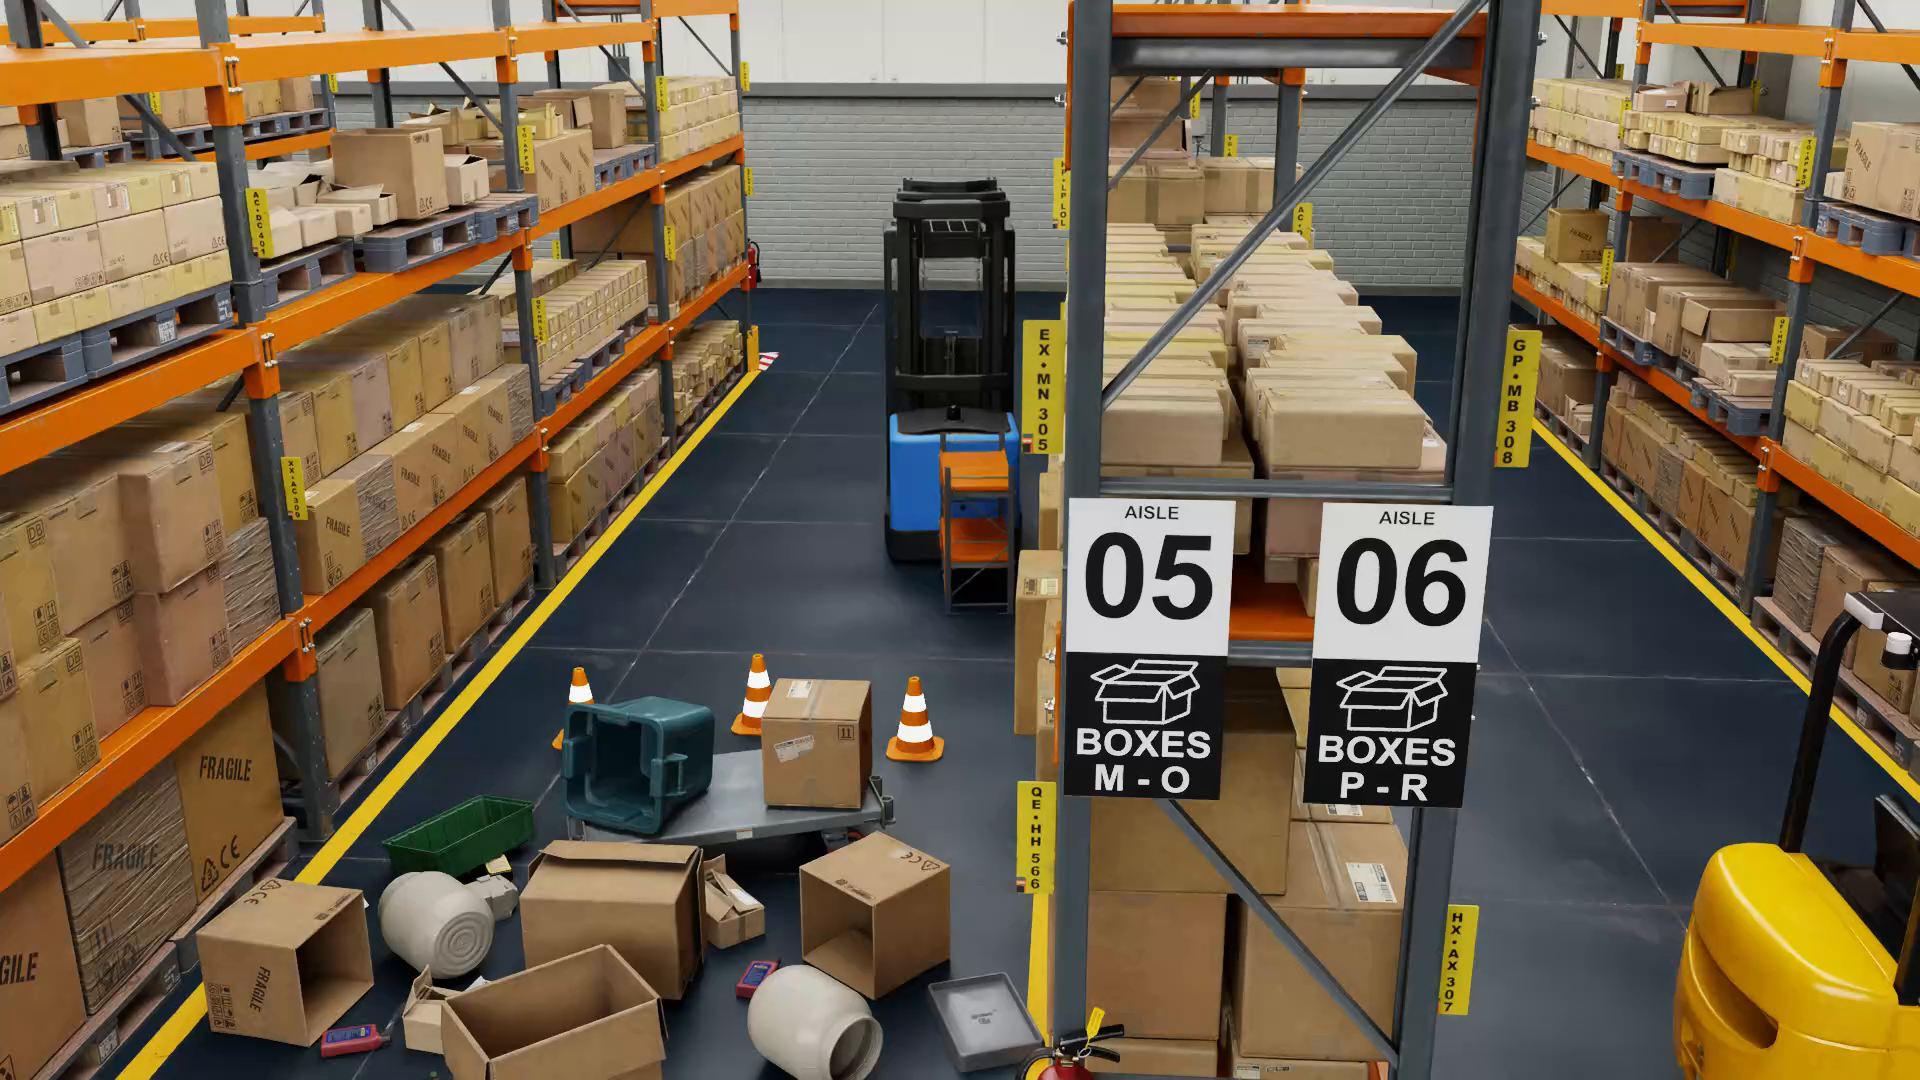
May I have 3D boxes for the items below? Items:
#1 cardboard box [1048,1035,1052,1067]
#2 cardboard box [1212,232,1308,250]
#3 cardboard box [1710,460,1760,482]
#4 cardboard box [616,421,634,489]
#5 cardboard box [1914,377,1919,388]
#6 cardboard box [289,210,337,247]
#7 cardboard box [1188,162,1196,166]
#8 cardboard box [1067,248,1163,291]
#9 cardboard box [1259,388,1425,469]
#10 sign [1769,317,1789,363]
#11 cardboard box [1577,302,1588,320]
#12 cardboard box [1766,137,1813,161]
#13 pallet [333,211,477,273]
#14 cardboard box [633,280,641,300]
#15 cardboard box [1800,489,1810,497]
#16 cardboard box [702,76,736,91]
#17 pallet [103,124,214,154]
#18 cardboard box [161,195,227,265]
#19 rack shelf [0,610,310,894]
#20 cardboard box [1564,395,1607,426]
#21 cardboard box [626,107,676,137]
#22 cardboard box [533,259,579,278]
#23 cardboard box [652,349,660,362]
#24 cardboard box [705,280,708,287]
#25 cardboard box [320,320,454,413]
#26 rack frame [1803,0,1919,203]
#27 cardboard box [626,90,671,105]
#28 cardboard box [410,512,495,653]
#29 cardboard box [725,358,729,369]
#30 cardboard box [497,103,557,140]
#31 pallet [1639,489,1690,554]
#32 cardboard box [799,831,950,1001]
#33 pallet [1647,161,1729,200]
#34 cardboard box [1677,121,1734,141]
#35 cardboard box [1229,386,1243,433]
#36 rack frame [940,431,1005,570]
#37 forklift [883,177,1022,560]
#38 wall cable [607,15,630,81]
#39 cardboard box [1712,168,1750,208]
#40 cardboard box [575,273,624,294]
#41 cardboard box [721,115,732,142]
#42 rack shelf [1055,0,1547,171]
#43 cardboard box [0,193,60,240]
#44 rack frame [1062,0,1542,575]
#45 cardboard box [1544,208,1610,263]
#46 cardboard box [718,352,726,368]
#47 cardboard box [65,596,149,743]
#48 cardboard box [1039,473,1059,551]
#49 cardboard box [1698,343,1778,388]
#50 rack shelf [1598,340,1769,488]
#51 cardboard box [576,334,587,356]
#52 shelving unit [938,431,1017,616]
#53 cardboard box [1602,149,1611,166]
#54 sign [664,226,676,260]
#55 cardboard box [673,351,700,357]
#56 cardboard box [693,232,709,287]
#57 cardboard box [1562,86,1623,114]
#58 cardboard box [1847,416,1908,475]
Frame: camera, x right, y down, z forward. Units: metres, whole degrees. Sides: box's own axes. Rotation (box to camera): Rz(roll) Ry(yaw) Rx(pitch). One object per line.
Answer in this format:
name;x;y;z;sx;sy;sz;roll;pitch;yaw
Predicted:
cardboard box;0.583;1.834;6.045;0.500;0.500;0.500;2;18;6
cardboard box;1.291;-1.241;7.199;0.380;0.149;0.250;1;18;3
cardboard box;6.111;-0.520;12.991;0.380;0.149;0.250;1;18;2
cardboard box;-3.213;-0.763;14.776;0.500;0.500;0.500;1;18;3
cardboard box;6.468;-0.962;10.839;0.380;0.149;0.250;1;18;4
cardboard box;-3.584;-1.691;9.017;0.250;0.149;0.380;1;18;4
cardboard box;1.247;-2.163;10.729;0.700;0.500;0.500;1;18;4
cardboard box;0.627;-1.092;6.745;0.380;0.149;0.250;1;18;4
cardboard box;0.980;-0.290;4.298;0.380;0.149;0.250;1;18;4
sign;5.734;-1.396;11.635;0.100;0.325;0.005;1;18;4
cardboard box;6.325;-2.265;16.421;0.380;0.149;0.250;2;18;5
cardboard box;6.099;-2.836;12.066;0.380;0.149;0.250;1;18;2
pallet;-3.690;-1.851;10.239;1.003;0.211;1.213;2;18;6
cardboard box;-3.182;-2.317;15.429;0.380;0.149;0.250;1;18;4
cardboard box;6.641;-0.163;12.943;0.500;0.500;0.500;1;18;4
cardboard box;-2.777;-5.219;19.015;0.380;0.149;0.250;1;18;3
pallet;-8.204;-4.085;16.898;1.003;0.211;1.213;1;18;4
cardboard box;-3.685;-1.405;7.505;0.500;0.250;0.500;1;18;3
rack shelf;-4.050;1.142;6.776;1.077;0.370;4.000;1;18;4
cardboard box;6.336;-1.308;16.813;0.396;0.266;0.258;2;18;6
cardboard box;-3.059;-4.042;16.061;0.500;0.250;0.500;2;18;6
cardboard box;-3.820;-2.557;15.682;0.380;0.149;0.250;2;18;7
cardboard box;-3.420;-2.031;18.253;0.380;0.149;0.250;1;18;4
cardboard box;-2.970;-2.840;18.177;0.380;0.149;0.250;2;18;5
cardboard box;-3.731;-1.130;10.789;0.700;0.500;0.500;1;18;3
rack frame;6.276;-3.726;10.841;1.000;3.000;0.127;1;18;4
cardboard box;-3.056;-4.335;16.315;0.380;0.149;0.250;1;18;3
cardboard box;-3.812;0.265;11.236;1.050;0.750;0.750;2;18;5
cardboard box;-2.898;-2.062;19.304;0.380;0.149;0.250;1;18;4
cardboard box;-3.279;-3.180;12.603;0.396;0.266;0.258;1;18;4
pallet;6.458;-0.158;14.068;1.003;0.211;1.213;1;18;4
cardboard box;-0.396;1.747;7.784;0.500;0.500;0.500;17;25;41
pallet;6.375;-2.930;13.532;1.213;0.211;1.003;1;18;4
cardboard box;6.080;-3.327;13.532;0.380;0.149;0.250;1;18;4
cardboard box;0.570;-0.316;5.016;0.500;0.250;0.500;1;18;3
rack frame;0.096;-0.302;13.038;0.500;1.125;0.032;-1;18;-2
forklift;-0.099;-1.643;14.230;1.130;2.935;3.031;-1;18;-2
wall cable;-4.143;-9.749;24.057;2.277;5.999;0.120;1;18;4
cardboard box;6.142;-2.705;12.785;0.500;0.250;0.500;1;18;4
cardboard box;-3.224;-2.294;14.881;0.380;0.149;0.250;1;18;4
cardboard box;-2.844;-4.596;18.557;0.500;0.250;0.500;1;18;4
rack shelf;0.895;-1.628;5.601;1.077;0.370;4.000;1;18;4
cardboard box;-3.706;-1.240;6.362;0.380;0.149;0.250;1;18;3
rack frame;0.752;-1.351;3.593;1.000;3.000;0.127;1;18;4
cardboard box;6.441;-3.185;17.385;0.500;0.500;0.500;2;18;5
cardboard box;-2.859;-2.041;18.762;0.380;0.149;0.250;2;18;5
cardboard box;-4.094;0.559;7.159;0.875;0.550;0.550;1;18;4
cardboard box;0.669;0.039;6.742;0.700;0.500;0.500;1;18;3
cardboard box;6.029;-1.338;12.755;0.500;0.250;0.500;0;18;1
rack shelf;6.420;-1.154;13.783;1.077;0.370;4.000;1;18;4
cardboard box;-3.313;-1.612;13.754;0.380;0.149;0.250;2;18;6
shelving unit;0.119;-0.144;12.555;0.538;1.125;1.048;-1;18;-2
cardboard box;6.315;-3.617;15.731;0.380;0.149;0.250;1;18;4
sign;-2.779;-2.845;15.928;0.100;0.325;0.005;1;18;4
cardboard box;-3.021;-1.945;17.989;0.380;0.149;0.250;1;18;2
cardboard box;-2.946;-2.952;17.477;0.500;0.500;0.500;1;18;3
cardboard box;6.463;-4.488;16.945;0.500;0.250;0.500;2;18;5
cardboard box;5.908;-0.591;10.347;0.500;0.250;0.500;1;18;3
